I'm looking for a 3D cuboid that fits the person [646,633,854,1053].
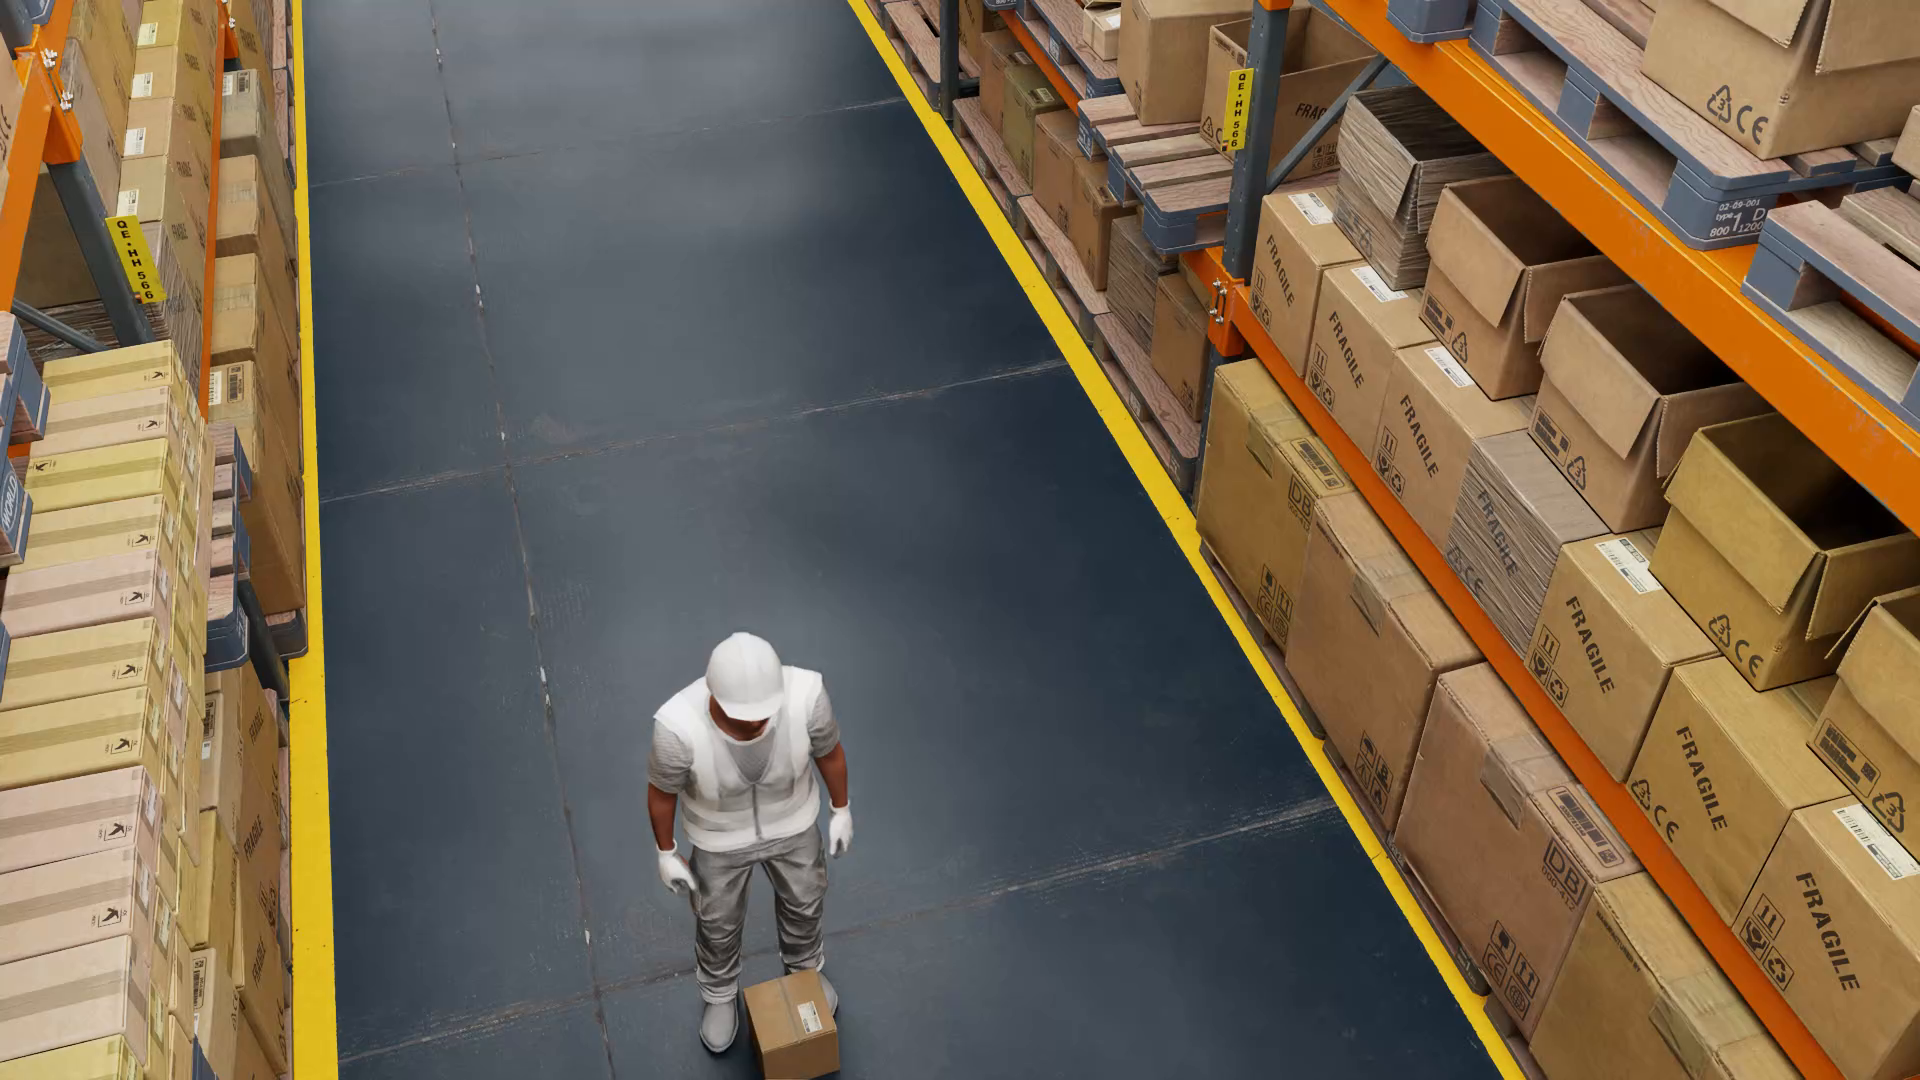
[{"bbox_3d":[-0.633,0.907,5.139,0.621,1.774,0.453,-12,43,-13],"label":"person"}]
